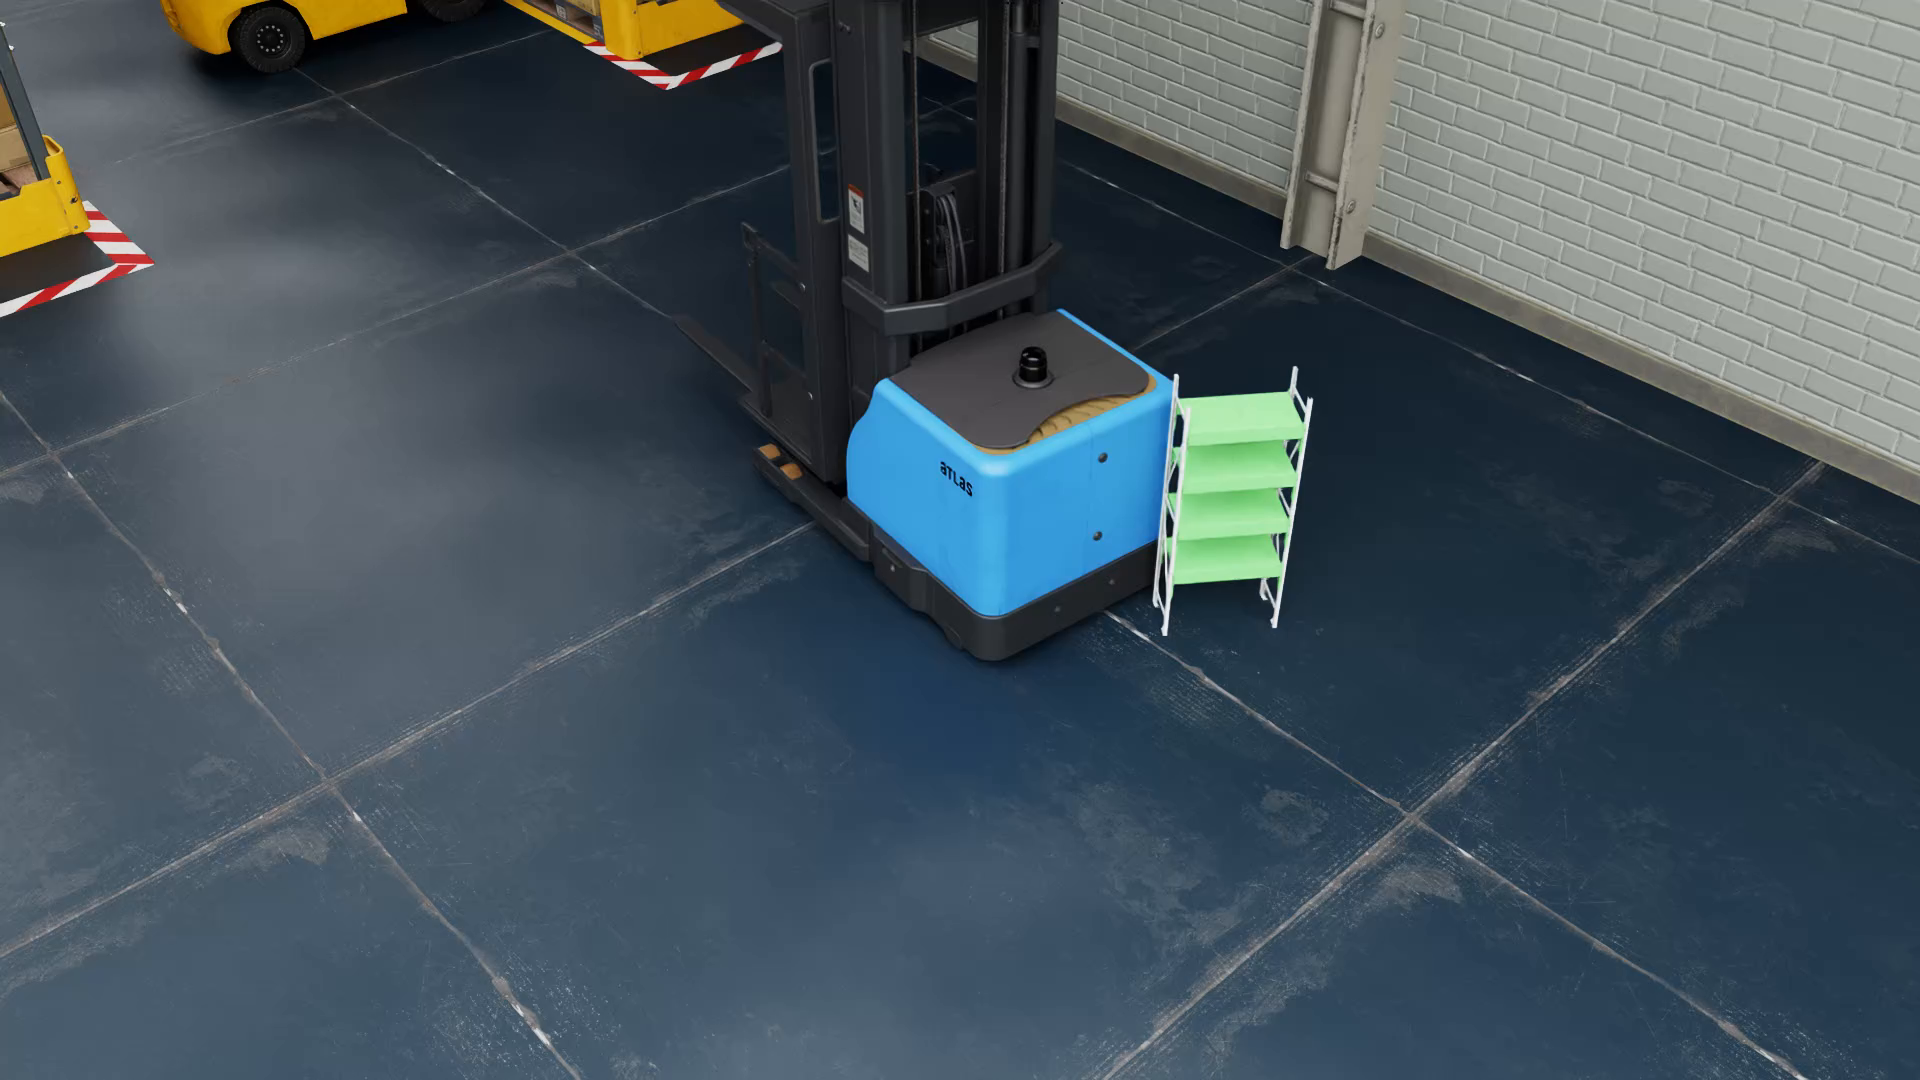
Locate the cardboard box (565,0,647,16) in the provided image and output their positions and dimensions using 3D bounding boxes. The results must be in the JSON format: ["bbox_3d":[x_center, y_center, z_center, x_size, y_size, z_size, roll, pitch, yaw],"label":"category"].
[{"bbox_3d":[-2.650,-4.144,12.348,0.500,0.250,0.500,-30,47,-31],"label":"cardboard box"}]

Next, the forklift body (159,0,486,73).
[{"bbox_3d":[-4.726,-4.739,11.906,2.313,2.155,1.214,-30,48,-32],"label":"forklift body"}]

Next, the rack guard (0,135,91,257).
[{"bbox_3d":[-5.804,-1.919,9.728,1.175,0.500,0.348,-30,48,-32],"label":"rack guard"}]

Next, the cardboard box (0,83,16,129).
[{"bbox_3d":[-6.111,-2.743,10.017,0.500,0.500,0.500,-32,49,-33],"label":"cardboard box"}]

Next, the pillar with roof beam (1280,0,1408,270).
[{"bbox_3d":[-1.019,-3.400,4.798,9.100,9.000,0.400,-30,48,-32],"label":"pillar with roof beam"}]

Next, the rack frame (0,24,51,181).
[{"bbox_3d":[-5.753,-2.856,8.899,1.000,3.000,0.127,-30,48,-32],"label":"rack frame"}]

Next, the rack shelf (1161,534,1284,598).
[{"bbox_3d":[1.121,0.097,7.159,0.480,0.148,0.258,-4,39,-5],"label":"rack shelf"}]

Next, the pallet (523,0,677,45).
[{"bbox_3d":[-2.647,-4.219,12.805,1.003,0.211,1.213,-30,48,-32],"label":"pallet"}]

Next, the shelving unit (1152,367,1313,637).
[{"bbox_3d":[1.121,-0.140,6.968,0.503,1.200,0.258,-4,39,-5],"label":"shelving unit"}]

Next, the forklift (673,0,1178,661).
[{"bbox_3d":[-0.364,-1.508,7.284,1.130,2.935,3.031,-25,45,-28],"label":"forklift"}]

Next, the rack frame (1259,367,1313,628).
[{"bbox_3d":[1.364,-0.157,6.990,0.015,1.200,0.240,-4,39,-5],"label":"rack frame"}]

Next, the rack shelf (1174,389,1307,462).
[{"bbox_3d":[1.121,-0.463,6.707,0.480,0.148,0.258,-4,39,-5],"label":"rack shelf"}]

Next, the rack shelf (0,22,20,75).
[{"bbox_3d":[-7.106,-3.502,10.271,1.077,0.370,4.000,-30,48,-32],"label":"rack shelf"}]

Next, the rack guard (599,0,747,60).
[{"bbox_3d":[-2.083,-3.984,12.285,1.175,0.500,0.348,-30,48,-32],"label":"rack guard"}]

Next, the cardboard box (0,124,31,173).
[{"bbox_3d":[-6.095,-2.441,10.239,0.500,0.250,0.500,-30,48,-32],"label":"cardboard box"}]

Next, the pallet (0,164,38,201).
[{"bbox_3d":[-6.328,-2.198,10.303,1.003,0.211,1.213,-30,48,-32],"label":"pallet"}]

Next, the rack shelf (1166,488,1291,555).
[{"bbox_3d":[1.121,-0.090,7.008,0.480,0.148,0.258,-4,39,-5],"label":"rack shelf"}]

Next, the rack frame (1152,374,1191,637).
[{"bbox_3d":[0.879,-0.122,6.947,0.015,1.200,0.240,-4,39,-5],"label":"rack frame"}]

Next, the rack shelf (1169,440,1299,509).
[{"bbox_3d":[1.121,-0.277,6.857,0.480,0.148,0.258,-4,39,-5],"label":"rack shelf"}]
